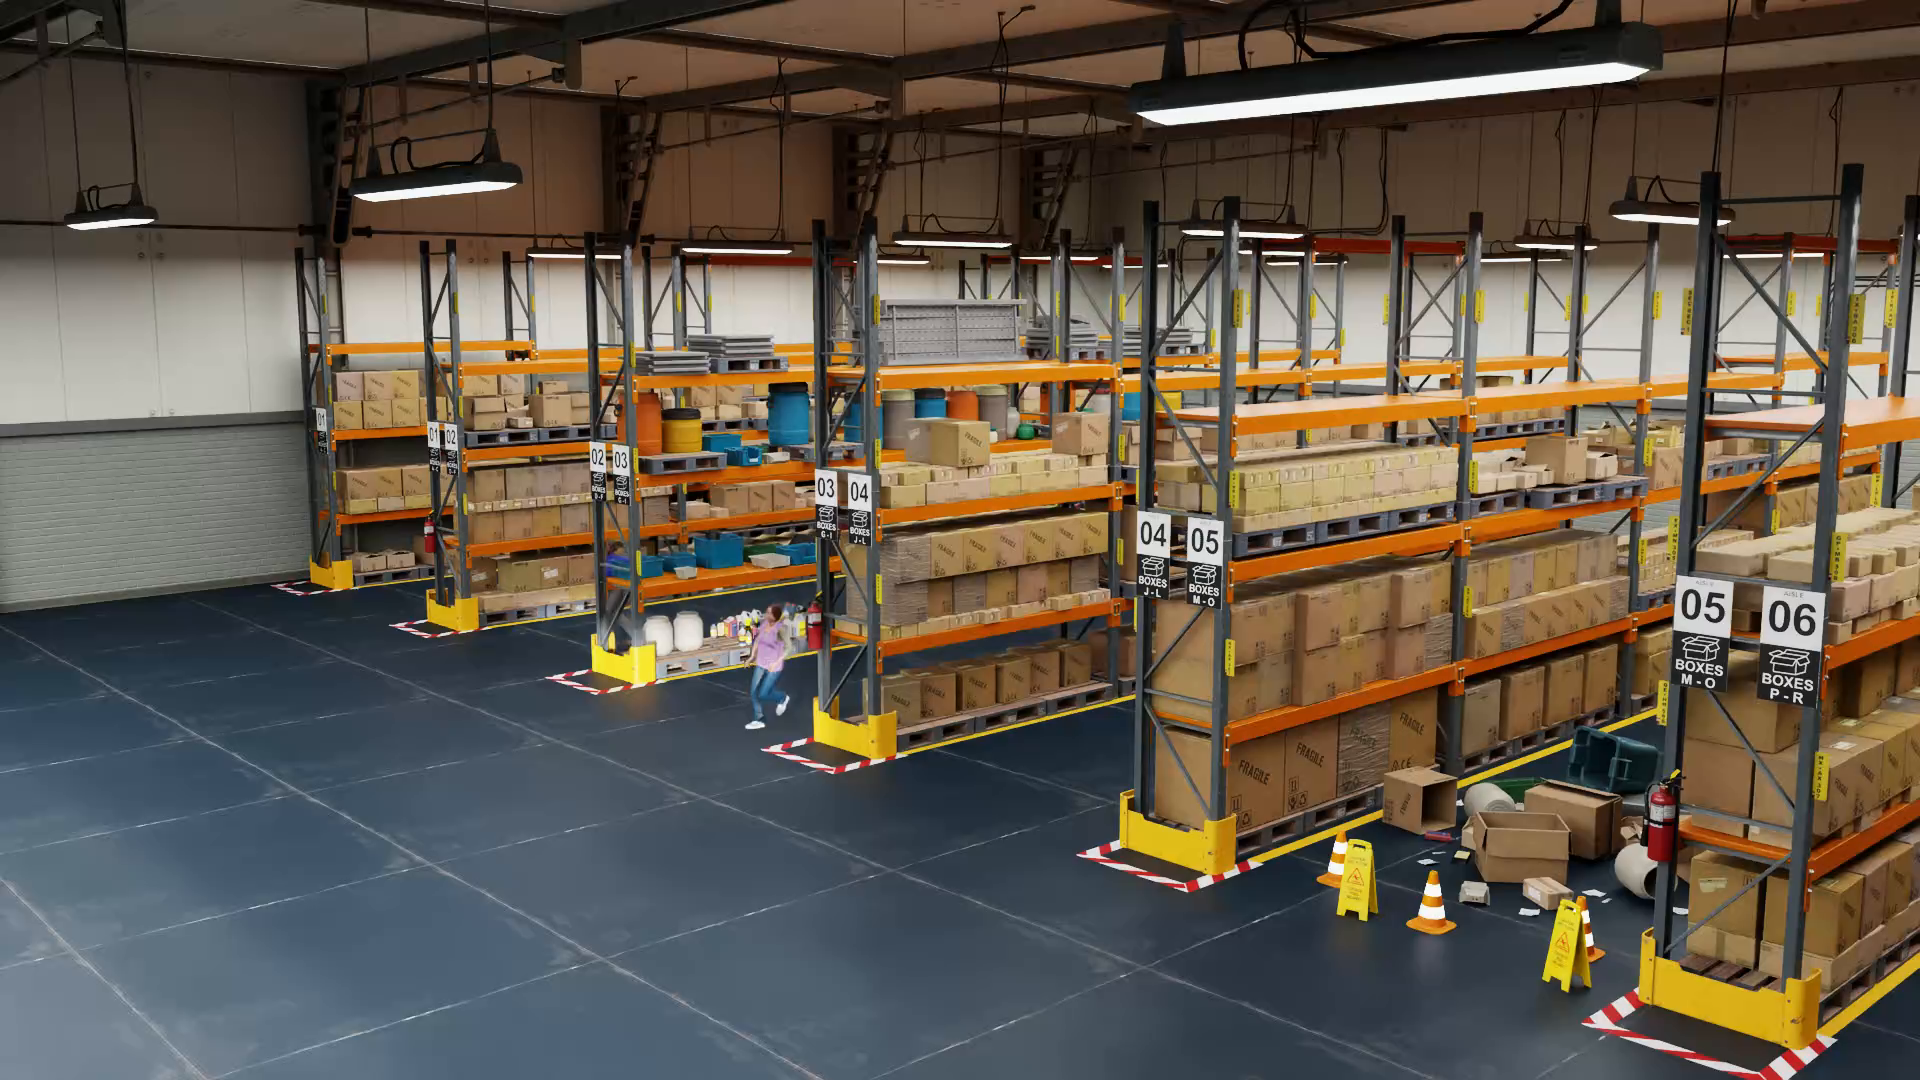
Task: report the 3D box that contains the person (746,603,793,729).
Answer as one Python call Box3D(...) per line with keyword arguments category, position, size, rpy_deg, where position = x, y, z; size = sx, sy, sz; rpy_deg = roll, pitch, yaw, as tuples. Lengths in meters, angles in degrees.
Box3D(category="person", position=(-2.244, 1.504, 19.881), size=(0.587, 1.538, 0.581), rpy_deg=(7, 11, 38))

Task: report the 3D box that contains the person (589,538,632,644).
Box3D(category="person", position=(-5.030, 0.809, 24.317), size=(0.803, 1.693, 0.603), rpy_deg=(-7, 11, -40))
